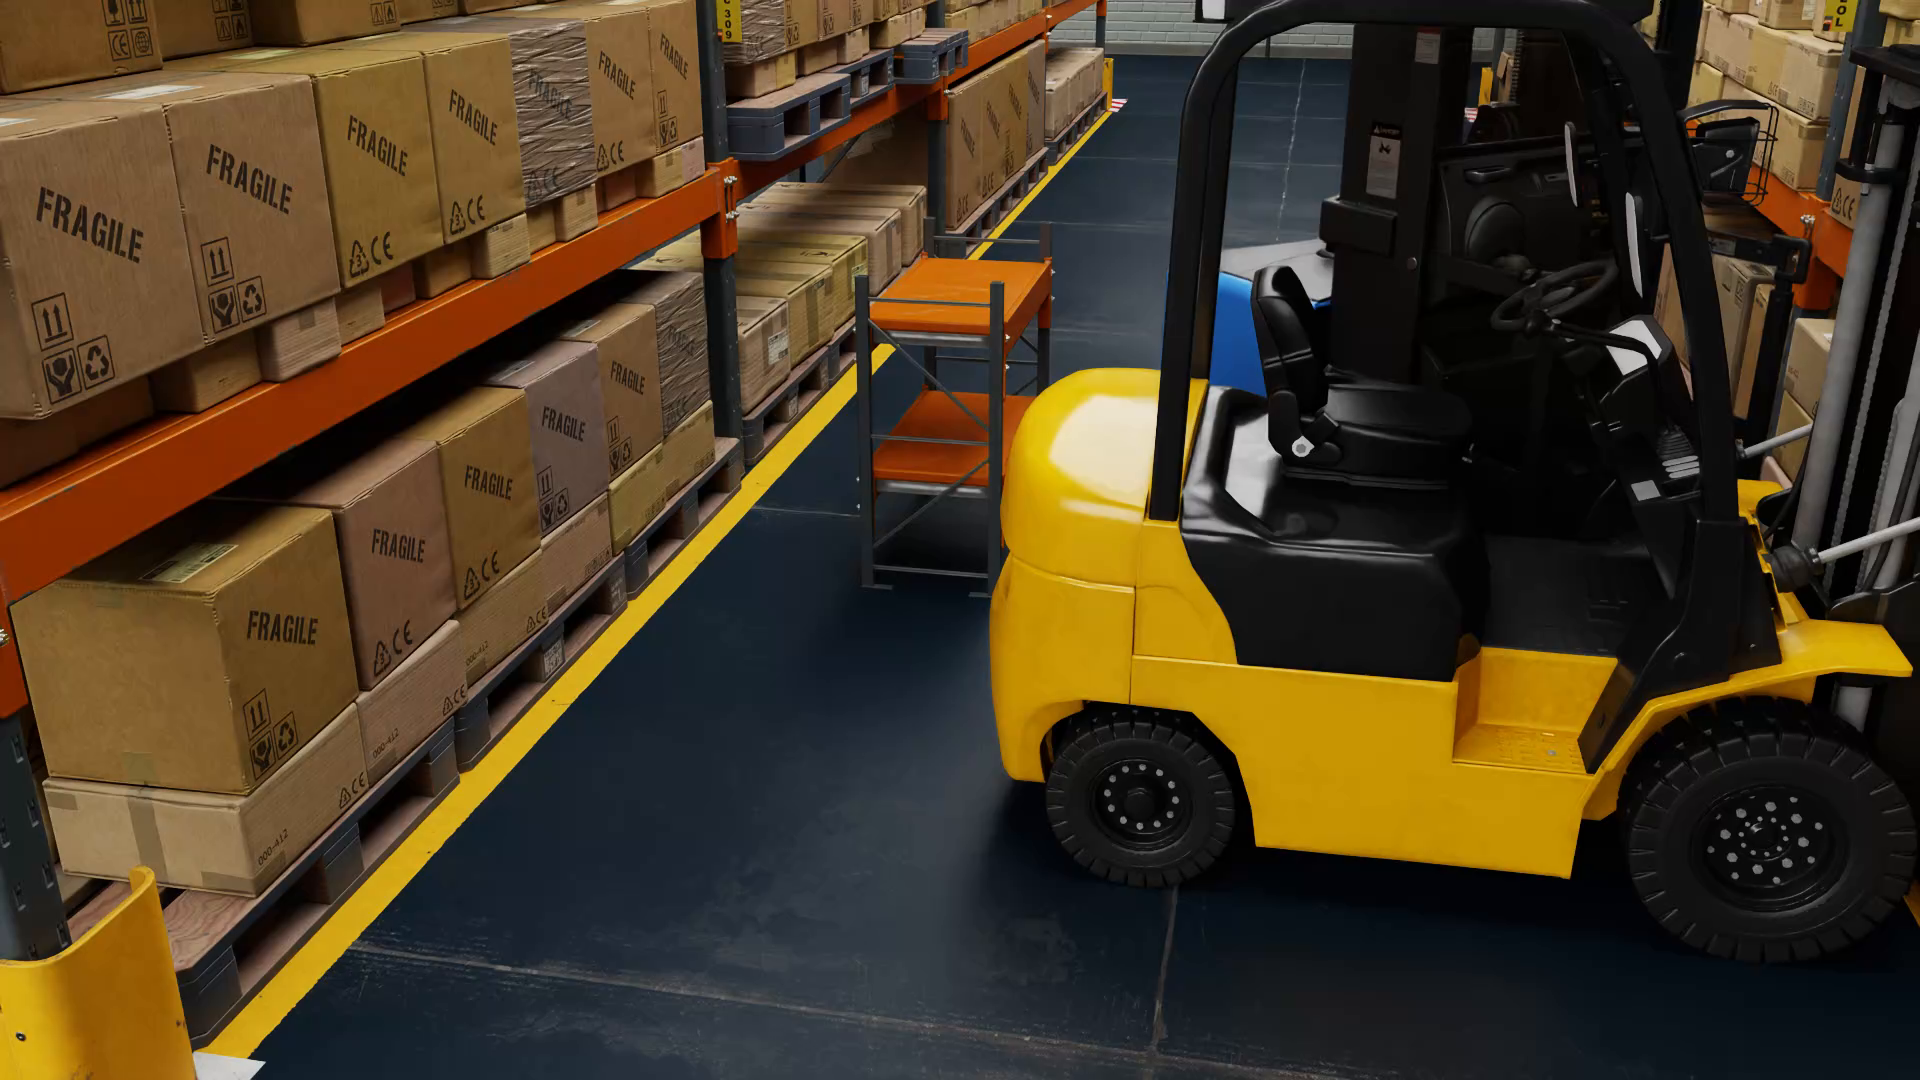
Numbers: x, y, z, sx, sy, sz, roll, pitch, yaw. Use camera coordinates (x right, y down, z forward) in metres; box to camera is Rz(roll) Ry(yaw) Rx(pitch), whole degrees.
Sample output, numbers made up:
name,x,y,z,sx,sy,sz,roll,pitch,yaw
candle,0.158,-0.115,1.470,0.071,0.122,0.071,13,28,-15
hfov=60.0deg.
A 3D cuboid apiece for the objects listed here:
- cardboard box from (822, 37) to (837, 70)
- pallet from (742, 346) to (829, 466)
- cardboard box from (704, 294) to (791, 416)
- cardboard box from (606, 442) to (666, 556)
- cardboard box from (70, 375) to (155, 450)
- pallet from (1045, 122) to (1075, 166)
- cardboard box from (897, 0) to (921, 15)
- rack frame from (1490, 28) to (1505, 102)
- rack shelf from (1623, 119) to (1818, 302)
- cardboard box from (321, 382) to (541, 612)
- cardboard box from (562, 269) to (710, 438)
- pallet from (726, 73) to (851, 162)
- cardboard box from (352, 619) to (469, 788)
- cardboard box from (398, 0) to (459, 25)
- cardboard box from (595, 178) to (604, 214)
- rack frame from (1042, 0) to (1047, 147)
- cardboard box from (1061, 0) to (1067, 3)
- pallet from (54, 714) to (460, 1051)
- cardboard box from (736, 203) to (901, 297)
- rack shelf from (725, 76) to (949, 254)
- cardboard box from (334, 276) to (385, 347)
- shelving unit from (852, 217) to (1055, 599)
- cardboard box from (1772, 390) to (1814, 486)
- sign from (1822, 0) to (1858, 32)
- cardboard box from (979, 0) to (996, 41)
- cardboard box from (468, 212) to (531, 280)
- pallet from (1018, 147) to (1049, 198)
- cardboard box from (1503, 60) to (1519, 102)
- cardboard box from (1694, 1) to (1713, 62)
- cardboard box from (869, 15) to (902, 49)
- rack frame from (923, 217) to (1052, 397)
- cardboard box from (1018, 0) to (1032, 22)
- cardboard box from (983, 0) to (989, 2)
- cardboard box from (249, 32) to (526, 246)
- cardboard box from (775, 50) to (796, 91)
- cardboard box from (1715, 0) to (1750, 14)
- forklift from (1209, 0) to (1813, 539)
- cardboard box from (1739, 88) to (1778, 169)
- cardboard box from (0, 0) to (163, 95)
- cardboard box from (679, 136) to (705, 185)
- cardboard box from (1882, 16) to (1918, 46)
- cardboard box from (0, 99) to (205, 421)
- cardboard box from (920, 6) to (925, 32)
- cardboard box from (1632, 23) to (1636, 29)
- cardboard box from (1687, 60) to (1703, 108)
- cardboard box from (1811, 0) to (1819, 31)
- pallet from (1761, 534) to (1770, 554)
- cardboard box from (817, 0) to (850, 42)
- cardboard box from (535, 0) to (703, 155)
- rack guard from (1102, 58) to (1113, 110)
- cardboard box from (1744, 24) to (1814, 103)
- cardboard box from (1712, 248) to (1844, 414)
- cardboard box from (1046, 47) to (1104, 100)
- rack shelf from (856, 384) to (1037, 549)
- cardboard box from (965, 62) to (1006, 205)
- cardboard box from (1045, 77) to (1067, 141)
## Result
name,x,y,z,sx,sy,sz,roll,pitch,yaw
cardboard box,-0.799,-2.317,7.867,0.380,0.149,0.250,5,22,11
pallet,-1.251,-0.671,7.738,1.003,0.211,1.213,4,22,11
cardboard box,-1.304,-0.848,7.399,0.950,0.372,0.625,5,22,12
cardboard box,-1.365,-0.167,5.871,0.500,0.250,0.500,4,22,9
cardboard box,-1.916,-0.302,3.425,0.380,0.149,0.250,5,22,12
pallet,0.455,-3.584,14.971,1.003,0.211,1.213,4,22,11
cardboard box,-0.508,-3.145,9.052,0.500,0.500,0.500,4,22,10
rack frame,5.900,-5.691,16.470,1.000,3.000,0.127,4,22,11
rack shelf,3.859,-1.701,7.524,1.077,0.370,4.000,4,22,11
cardboard box,-1.573,-0.141,4.804,0.500,0.500,0.500,5,22,12
cardboard box,-1.267,-0.710,6.216,0.500,0.500,0.500,4,22,10
pallet,-1.111,-1.859,7.212,1.003,0.211,1.213,4,22,11
cardboard box,-1.678,0.404,4.455,0.500,0.250,0.500,5,23,13
cardboard box,-1.966,-1.817,4.979,0.700,0.500,0.500,4,22,10
cardboard box,-1.414,-1.151,5.533,0.380,0.149,0.250,4,22,10
rack frame,0.224,-4.606,13.774,1.000,3.000,0.127,4,22,11
cardboard box,0.682,-4.987,14.588,0.500,0.500,0.500,5,22,11
pallet,-2.009,0.754,4.198,1.003,0.211,1.213,4,22,11
cardboard box,-0.860,-1.642,9.371,0.950,0.372,0.625,4,22,10
rack shelf,-1.001,-2.078,8.460,1.077,0.370,4.000,4,22,11
cardboard box,-1.665,-0.580,4.114,0.380,0.149,0.250,5,22,12
shelving unit,0.001,-0.524,6.150,0.538,1.125,1.048,4,22,11
cardboard box,3.050,-0.301,5.534,0.500,0.250,0.500,4,22,11
sign,2.918,-1.841,5.466,0.100,0.325,0.005,4,22,11
cardboard box,-0.046,-3.614,11.511,0.500,0.250,0.500,5,23,13
cardboard box,-1.479,-0.863,4.816,0.380,0.149,0.250,5,22,11
pallet,0.140,-3.024,13.580,1.003,0.211,1.213,4,22,11
cardboard box,5.470,-4.201,15.552,0.700,0.500,0.500,5,23,13
cardboard box,3.710,-2.411,7.857,0.500,0.250,0.500,4,22,10
cardboard box,-0.522,-2.691,8.794,0.380,0.149,0.250,5,22,12
rack frame,0.105,-0.710,6.611,0.500,1.125,0.032,4,22,11
cardboard box,0.274,-4.167,12.885,0.500,0.250,0.500,4,22,10
cardboard box,-0.027,-3.842,11.409,0.500,0.250,0.500,4,22,11
cardboard box,-1.556,-1.116,4.578,0.500,0.500,0.500,4,22,10
cardboard box,-0.927,-2.027,7.145,0.380,0.149,0.250,5,22,12
cardboard box,3.513,-2.364,7.207,0.380,0.149,0.250,4,22,9
forklift,1.912,-0.989,4.885,1.130,2.935,3.031,-12,25,-28
cardboard box,3.395,-1.622,6.566,0.500,0.250,0.500,4,22,11
cardboard box,-2.224,-1.253,3.579,0.700,0.500,0.500,5,22,11
cardboard box,-1.176,-1.423,6.207,0.380,0.149,0.250,4,22,10
cardboard box,3.129,-1.554,5.194,0.380,0.149,0.250,4,22,10
cardboard box,-1.857,-0.553,3.180,0.500,0.500,0.500,4,22,10
cardboard box,-0.413,-2.980,9.511,0.380,0.149,0.250,5,22,12
cardboard box,4.026,-3.113,9.843,0.380,0.149,0.250,5,22,12
cardboard box,3.732,-2.180,7.952,0.500,0.250,0.500,4,22,9
cardboard box,3.440,-1.973,6.236,0.380,0.149,0.250,4,22,11
pallet,3.248,0.278,5.380,1.003,0.211,1.213,4,22,11
cardboard box,-0.817,-2.572,7.629,0.500,0.500,0.500,4,22,11
cardboard box,-1.256,-1.683,5.984,0.500,0.500,0.500,4,22,10
rack guard,1.045,-4.918,17.895,1.175,0.500,0.348,4,22,11
cardboard box,3.399,-1.853,6.471,0.500,0.250,0.500,4,22,10
cardboard box,3.712,-0.871,7.118,0.875,0.625,0.625,4,22,10
cardboard box,1.003,-4.826,17.188,0.875,0.438,0.875,4,22,9
rack shelf,0.001,-0.297,6.241,0.538,0.278,1.000,4,22,11
cardboard box,-0.184,-2.924,11.881,0.875,0.875,0.875,5,22,12
cardboard box,0.457,-3.833,14.724,0.875,0.438,0.875,4,22,10
